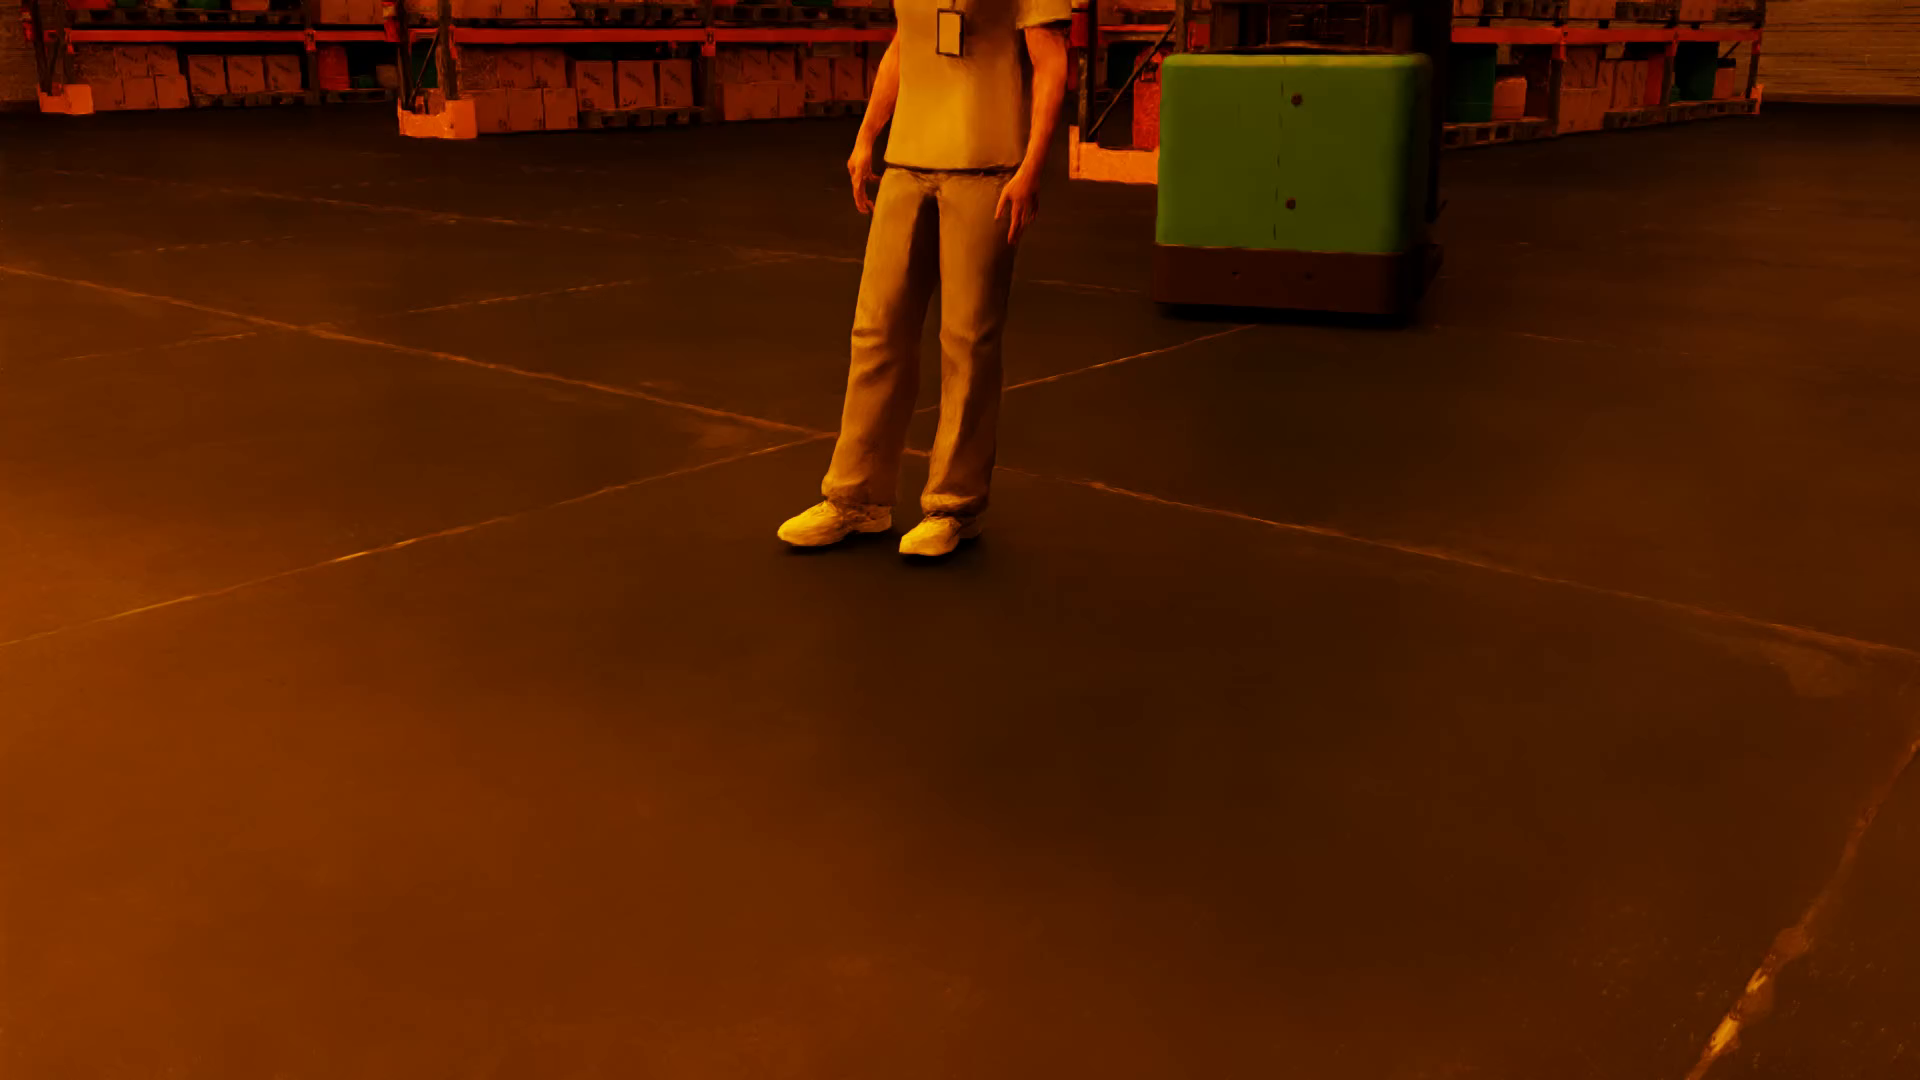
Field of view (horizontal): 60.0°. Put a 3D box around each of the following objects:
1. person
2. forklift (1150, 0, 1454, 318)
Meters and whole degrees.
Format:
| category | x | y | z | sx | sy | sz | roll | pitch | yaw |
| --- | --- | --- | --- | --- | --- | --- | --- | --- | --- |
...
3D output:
| category | x | y | z | sx | sy | sz | roll | pitch | yaw |
| --- | --- | --- | --- | --- | --- | --- | --- | --- | --- |
| person | -0.057 | -0.794 | 3.650 | 0.550 | 1.674 | 0.548 | 13 | 21 | 37 |
| forklift | 1.780 | -2.701 | 7.792 | 1.130 | 2.935 | 3.031 | 6 | 18 | 19 |
